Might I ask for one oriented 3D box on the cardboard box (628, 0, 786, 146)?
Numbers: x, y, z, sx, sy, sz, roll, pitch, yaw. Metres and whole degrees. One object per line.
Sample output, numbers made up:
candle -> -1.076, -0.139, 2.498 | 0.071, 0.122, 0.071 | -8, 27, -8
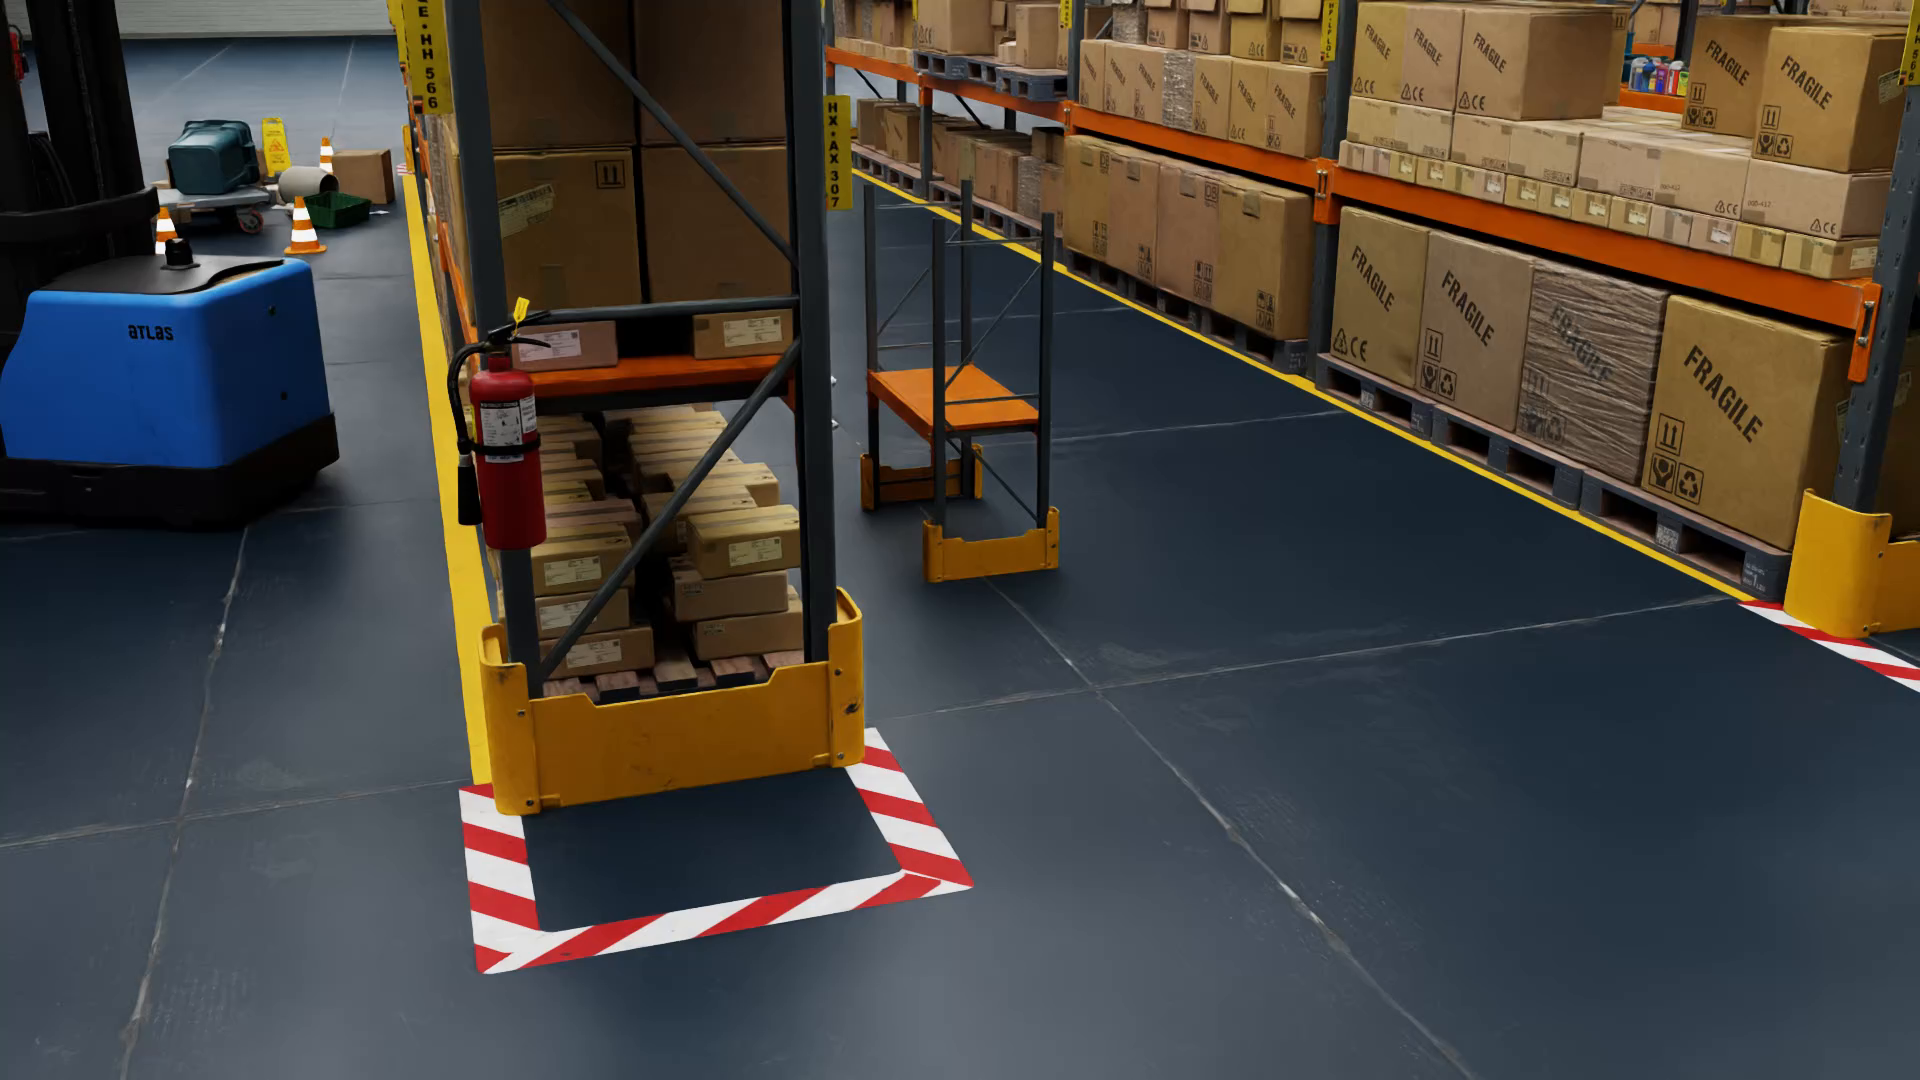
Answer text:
cardboard box -> -0.768, -1.486, 5.050 | 0.500, 0.500, 0.500 | -7, 21, -18

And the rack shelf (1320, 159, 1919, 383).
rack shelf -> 3.233, -1.454, 8.092 | 1.077, 0.370, 4.000 | -6, 21, -17

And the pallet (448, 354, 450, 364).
pallet -> -2.382, -0.877, 9.547 | 1.003, 0.211, 1.213 | -6, 21, -17

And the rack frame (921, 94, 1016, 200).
rack frame -> 0.090, -5.002, 16.904 | 1.000, 3.000, 0.127 | -6, 21, -17

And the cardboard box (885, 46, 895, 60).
cardboard box -> -0.603, -5.328, 18.183 | 0.380, 0.149, 0.250 | -6, 21, -17

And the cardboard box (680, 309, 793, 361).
cardboard box -> -0.670, -0.677, 5.235 | 0.380, 0.149, 0.250 | -7, 21, -18

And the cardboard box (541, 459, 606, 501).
cardboard box -> -1.534, -0.181, 6.200 | 0.380, 0.149, 0.250 | -7, 21, -19

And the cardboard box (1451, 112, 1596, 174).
cardboard box -> 2.823, -1.999, 8.328 | 0.500, 0.250, 0.500 | -6, 21, -16

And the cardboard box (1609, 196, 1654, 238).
cardboard box -> 3.114, -1.439, 7.358 | 0.380, 0.149, 0.250 | -7, 21, -18

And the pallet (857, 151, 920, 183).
pallet -> -0.542, -4.293, 19.057 | 1.003, 0.211, 1.213 | -6, 21, -17

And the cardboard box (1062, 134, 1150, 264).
cardboard box -> 1.544, -2.692, 12.996 | 1.225, 0.875, 0.875 | -7, 21, -20

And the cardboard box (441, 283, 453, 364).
cardboard box -> -2.608, -1.172, 9.318 | 0.500, 0.500, 0.500 | -7, 21, -18

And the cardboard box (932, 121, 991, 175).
cardboard box -> 0.002, -4.156, 17.625 | 0.500, 0.500, 0.500 | -7, 21, -19

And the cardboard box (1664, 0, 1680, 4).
cardboard box -> 8.962, -6.717, 20.574 | 0.380, 0.149, 0.250 | -6, 21, -17

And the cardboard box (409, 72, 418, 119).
cardboard box -> -3.790, -3.387, 12.260 | 0.500, 0.500, 0.500 | -6, 21, -17

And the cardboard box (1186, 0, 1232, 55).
cardboard box -> 1.981, -3.577, 11.306 | 0.797, 0.503, 0.637 | -6, 21, -15

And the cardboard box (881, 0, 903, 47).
cardboard box -> -0.370, -5.654, 18.132 | 0.875, 0.500, 0.500 | -6, 21, -17

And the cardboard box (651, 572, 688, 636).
cardboard box -> -0.900, 0.210, 5.990 | 0.380, 0.149, 0.250 | -6, 21, -17

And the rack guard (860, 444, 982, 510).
rack guard -> -0.180, -0.302, 7.887 | 0.587, 0.250, 0.087 | -6, 21, -17

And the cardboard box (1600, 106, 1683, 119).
cardboard box -> 3.318, -2.060, 8.498 | 0.500, 0.250, 0.500 | -6, 21, -16

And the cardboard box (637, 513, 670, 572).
cardboard box -> -0.993, -0.011, 6.165 | 0.380, 0.149, 0.250 | -6, 21, -17

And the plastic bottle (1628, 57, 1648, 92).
plastic bottle -> 5.878, -4.013, 14.334 | 0.152, 0.276, 0.135 | -6, 21, -17

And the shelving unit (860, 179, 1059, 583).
shelving unit -> -0.024, -0.730, 7.231 | 0.587, 1.500, 1.083 | -6, 21, -17

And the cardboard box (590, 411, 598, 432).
cardboard box -> -1.552, -0.608, 7.828 | 0.380, 0.149, 0.250 | -6, 21, -17

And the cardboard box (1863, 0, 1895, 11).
cardboard box -> 13.106, -7.645, 23.346 | 0.500, 0.500, 0.500 | -7, 21, -19

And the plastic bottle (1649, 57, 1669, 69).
plastic bottle -> 6.022, -4.029, 14.379 | 0.152, 0.276, 0.135 | -6, 21, -17

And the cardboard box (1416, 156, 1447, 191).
cardboard box -> 2.632, -1.933, 8.732 | 0.380, 0.149, 0.250 | -7, 21, -19

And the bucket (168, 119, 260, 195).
bucket -> -6.882, -3.481, 15.263 | 0.726, 0.611, 0.620 | 1, 30, 2

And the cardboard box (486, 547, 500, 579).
cardboard box -> -1.650, 0.022, 6.513 | 0.380, 0.149, 0.250 | -7, 21, -20

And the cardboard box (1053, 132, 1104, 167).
cardboard box -> 1.108, -3.313, 14.142 | 0.500, 0.250, 0.500 | -6, 20, -15

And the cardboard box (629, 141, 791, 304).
cardboard box -> -0.758, -1.017, 5.222 | 0.500, 0.500, 0.500 | -5, 20, -15

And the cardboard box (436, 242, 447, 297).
cardboard box -> -2.610, -1.526, 9.195 | 0.500, 0.250, 0.500 | -7, 21, -19

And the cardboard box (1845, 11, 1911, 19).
cardboard box -> 10.044, -5.522, 18.205 | 0.500, 0.500, 0.500 | -6, 21, -17

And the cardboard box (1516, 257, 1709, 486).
cardboard box -> 3.298, -0.837, 7.832 | 0.875, 0.875, 0.875 | -6, 21, -17

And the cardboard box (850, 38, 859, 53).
cardboard box -> -1.081, -5.808, 19.521 | 0.380, 0.149, 0.250 | -6, 21, -17

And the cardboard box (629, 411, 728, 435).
cardboard box -> -1.154, -0.417, 6.855 | 0.380, 0.149, 0.250 | -6, 21, -16

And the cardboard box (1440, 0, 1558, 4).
cardboard box -> 3.003, -2.738, 9.274 | 0.500, 0.500, 0.500 | -6, 21, -16

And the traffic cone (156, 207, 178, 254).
traffic cone -> -6.559, -2.519, 13.745 | 0.336, 0.463, 0.334 | -6, 21, -17

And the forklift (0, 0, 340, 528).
forklift -> -4.677, -1.658, 7.697 | 3.031, 2.935, 1.130 | 3, 20, 9

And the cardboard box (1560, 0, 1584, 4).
cardboard box -> 8.542, -7.065, 22.500 | 0.700, 0.500, 0.500 | -6, 21, -16

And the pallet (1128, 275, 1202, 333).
pallet -> 1.903, -1.754, 11.987 | 1.003, 0.211, 1.213 | -6, 21, -17

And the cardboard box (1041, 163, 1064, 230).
cardboard box -> 1.117, -2.962, 14.271 | 0.700, 0.500, 0.500 | -8, 21, -20

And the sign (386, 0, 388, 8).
sign -> -6.437, -6.178, 18.783 | 0.100, 0.325, 0.005 | -6, 21, -17

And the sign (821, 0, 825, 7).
sign -> -1.683, -6.635, 20.171 | 0.100, 0.325, 0.005 | -6, 21, -17

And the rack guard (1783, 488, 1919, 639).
rack guard -> 3.869, 0.033, 6.584 | 1.175, 0.500, 0.348 | -6, 21, -17

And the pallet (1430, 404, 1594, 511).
pallet -> 3.156, -0.478, 8.434 | 1.003, 0.211, 1.213 | -6, 21, -17

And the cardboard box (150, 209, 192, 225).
cardboard box -> -7.537, -3.152, 15.798 | 0.396, 0.266, 0.258 | 12, 23, 30

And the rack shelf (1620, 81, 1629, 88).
rack shelf -> 5.420, -4.548, 16.704 | 1.077, 0.370, 4.000 | -6, 21, -17

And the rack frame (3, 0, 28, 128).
rack frame -> -10.575, -5.232, 17.547 | 1.000, 3.000, 0.127 | -6, 21, -17

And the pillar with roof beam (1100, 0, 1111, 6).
pillar with roof beam -> 0.464, -19.725, 49.020 | 9.100, 9.000, 0.400 | -6, 21, -17

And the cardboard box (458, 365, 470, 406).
cardboard box -> -2.326, -0.785, 8.322 | 0.380, 0.149, 0.250 | -5, 20, -15

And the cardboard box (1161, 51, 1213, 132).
cardboard box -> 1.725, -3.090, 11.435 | 0.500, 0.500, 0.500 | -6, 21, -17
